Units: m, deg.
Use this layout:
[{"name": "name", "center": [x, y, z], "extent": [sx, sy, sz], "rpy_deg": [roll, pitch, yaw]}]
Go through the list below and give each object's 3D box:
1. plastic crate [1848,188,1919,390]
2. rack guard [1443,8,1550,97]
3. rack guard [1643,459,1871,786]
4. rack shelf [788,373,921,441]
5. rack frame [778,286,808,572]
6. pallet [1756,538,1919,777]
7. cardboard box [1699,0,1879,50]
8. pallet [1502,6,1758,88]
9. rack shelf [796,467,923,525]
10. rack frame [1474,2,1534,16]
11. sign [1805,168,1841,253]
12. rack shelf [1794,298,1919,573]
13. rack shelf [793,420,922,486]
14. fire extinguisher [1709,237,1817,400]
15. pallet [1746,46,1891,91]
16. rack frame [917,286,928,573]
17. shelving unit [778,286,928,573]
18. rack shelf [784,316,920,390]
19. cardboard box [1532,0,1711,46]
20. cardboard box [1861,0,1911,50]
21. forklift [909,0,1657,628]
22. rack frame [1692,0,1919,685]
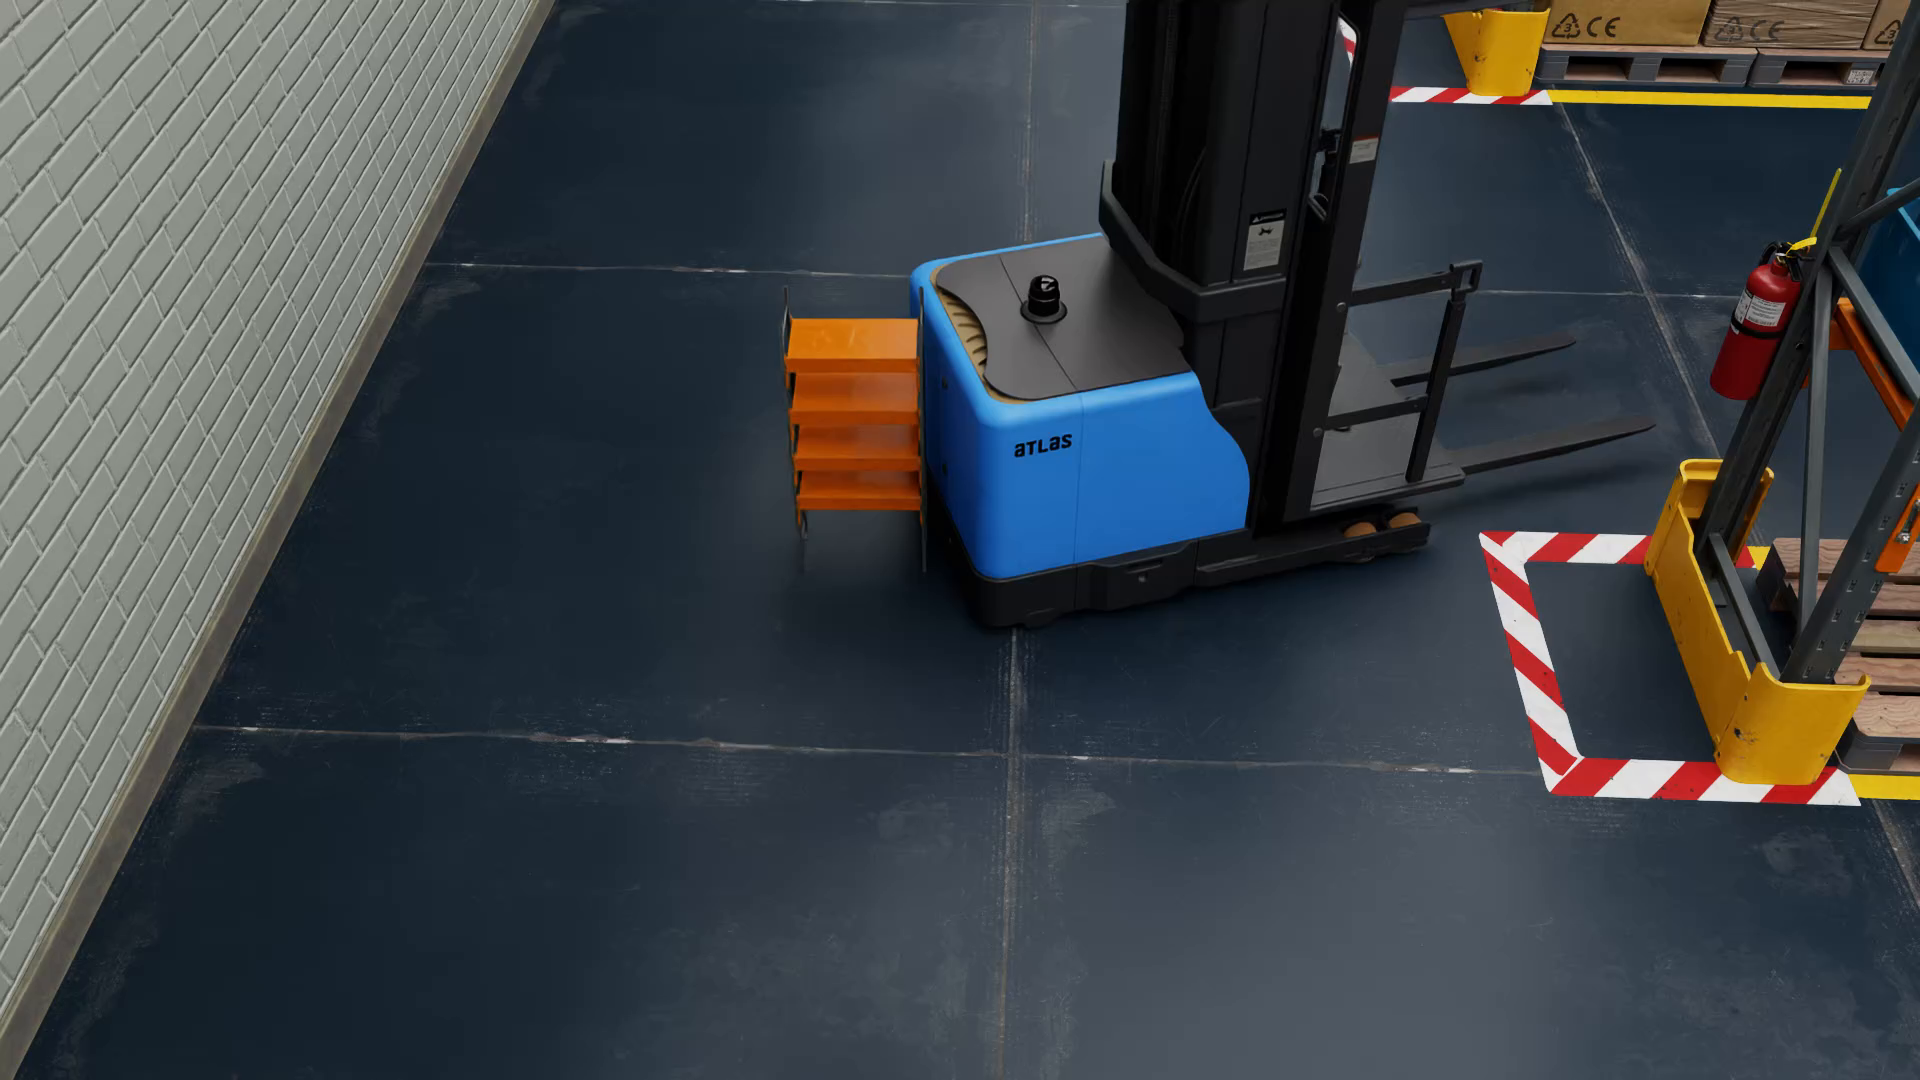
[{"name": "plastic crate", "center": [3.246, -0.798, 5.337], "extent": [0.499, 0.435, 0.616], "rpy_deg": [2, 43, 2]}, {"name": "rack guard", "center": [3.103, -3.105, 9.717], "extent": [0.348, 0.500, 1.175], "rpy_deg": [2, 43, 2]}, {"name": "rack guard", "center": [2.879, 0.276, 6.087], "extent": [0.348, 0.500, 1.175], "rpy_deg": [2, 43, 2]}, {"name": "rack shelf", "center": [-0.384, -0.505, 6.183], "extent": [0.480, 0.148, 0.258], "rpy_deg": [0, 43, 0]}, {"name": "rack frame", "center": [-0.628, -0.392, 6.291], "extent": [0.015, 1.200, 0.240], "rpy_deg": [0, 43, 0]}, {"name": "pallet", "center": [3.726, 0.425, 6.138], "extent": [1.213, 0.211, 1.003], "rpy_deg": [2, 43, 2]}, {"name": "cardboard box", "center": [4.679, -3.402, 9.452], "extent": [0.875, 0.875, 0.875], "rpy_deg": [2, 43, 2]}, {"name": "pallet", "center": [3.929, -3.028, 9.845], "extent": [1.213, 0.211, 1.003], "rpy_deg": [2, 43, 2]}, {"name": "rack shelf", "center": [-0.384, -0.196, 6.471], "extent": [0.480, 0.148, 0.258], "rpy_deg": [0, 43, 0]}, {"name": "rack frame", "center": [3.127, -4.019, 8.864], "extent": [0.127, 3.000, 1.000], "rpy_deg": [2, 43, 2]}, {"name": "sign", "center": [2.912, -1.081, 5.591], "extent": [0.005, 0.325, 0.100], "rpy_deg": [2, 43, 2]}, {"name": "rack shelf", "center": [4.902, -0.322, 5.423], "extent": [4.000, 0.370, 1.077], "rpy_deg": [2, 43, 2]}, {"name": "rack shelf", "center": [-0.384, -0.342, 6.335], "extent": [0.480, 0.148, 0.258], "rpy_deg": [0, 43, 0]}, {"name": "fire extinguisher", "center": [2.773, -0.796, 5.734], "extent": [0.183, 0.674, 0.296], "rpy_deg": [2, 43, 2]}, {"name": "pallet", "center": [5.144, -2.988, 9.803], "extent": [1.213, 0.211, 1.003], "rpy_deg": [2, 43, 2]}, {"name": "rack frame", "center": [-0.140, -0.390, 6.288], "extent": [0.015, 1.200, 0.240], "rpy_deg": [0, 43, 0]}, {"name": "shelving unit", "center": [-0.384, -0.391, 6.289], "extent": [0.503, 1.200, 0.258], "rpy_deg": [0, 43, 0]}, {"name": "rack shelf", "center": [-0.384, -0.679, 6.022], "extent": [0.480, 0.148, 0.258], "rpy_deg": [0, 43, 0]}, {"name": "cardboard box", "center": [3.770, -3.430, 9.482], "extent": [0.875, 0.875, 0.875], "rpy_deg": [2, 43, 2]}, {"name": "cardboard box", "center": [5.568, -3.375, 9.423], "extent": [0.875, 0.875, 0.875], "rpy_deg": [2, 43, 2]}, {"name": "forklift", "center": [1.369, -1.314, 6.010], "extent": [3.031, 2.935, 1.130], "rpy_deg": [-12, 44, -12]}, {"name": "rack frame", "center": [2.904, -0.647, 5.244], "extent": [0.127, 3.000, 1.000], "rpy_deg": [2, 43, 2]}]
